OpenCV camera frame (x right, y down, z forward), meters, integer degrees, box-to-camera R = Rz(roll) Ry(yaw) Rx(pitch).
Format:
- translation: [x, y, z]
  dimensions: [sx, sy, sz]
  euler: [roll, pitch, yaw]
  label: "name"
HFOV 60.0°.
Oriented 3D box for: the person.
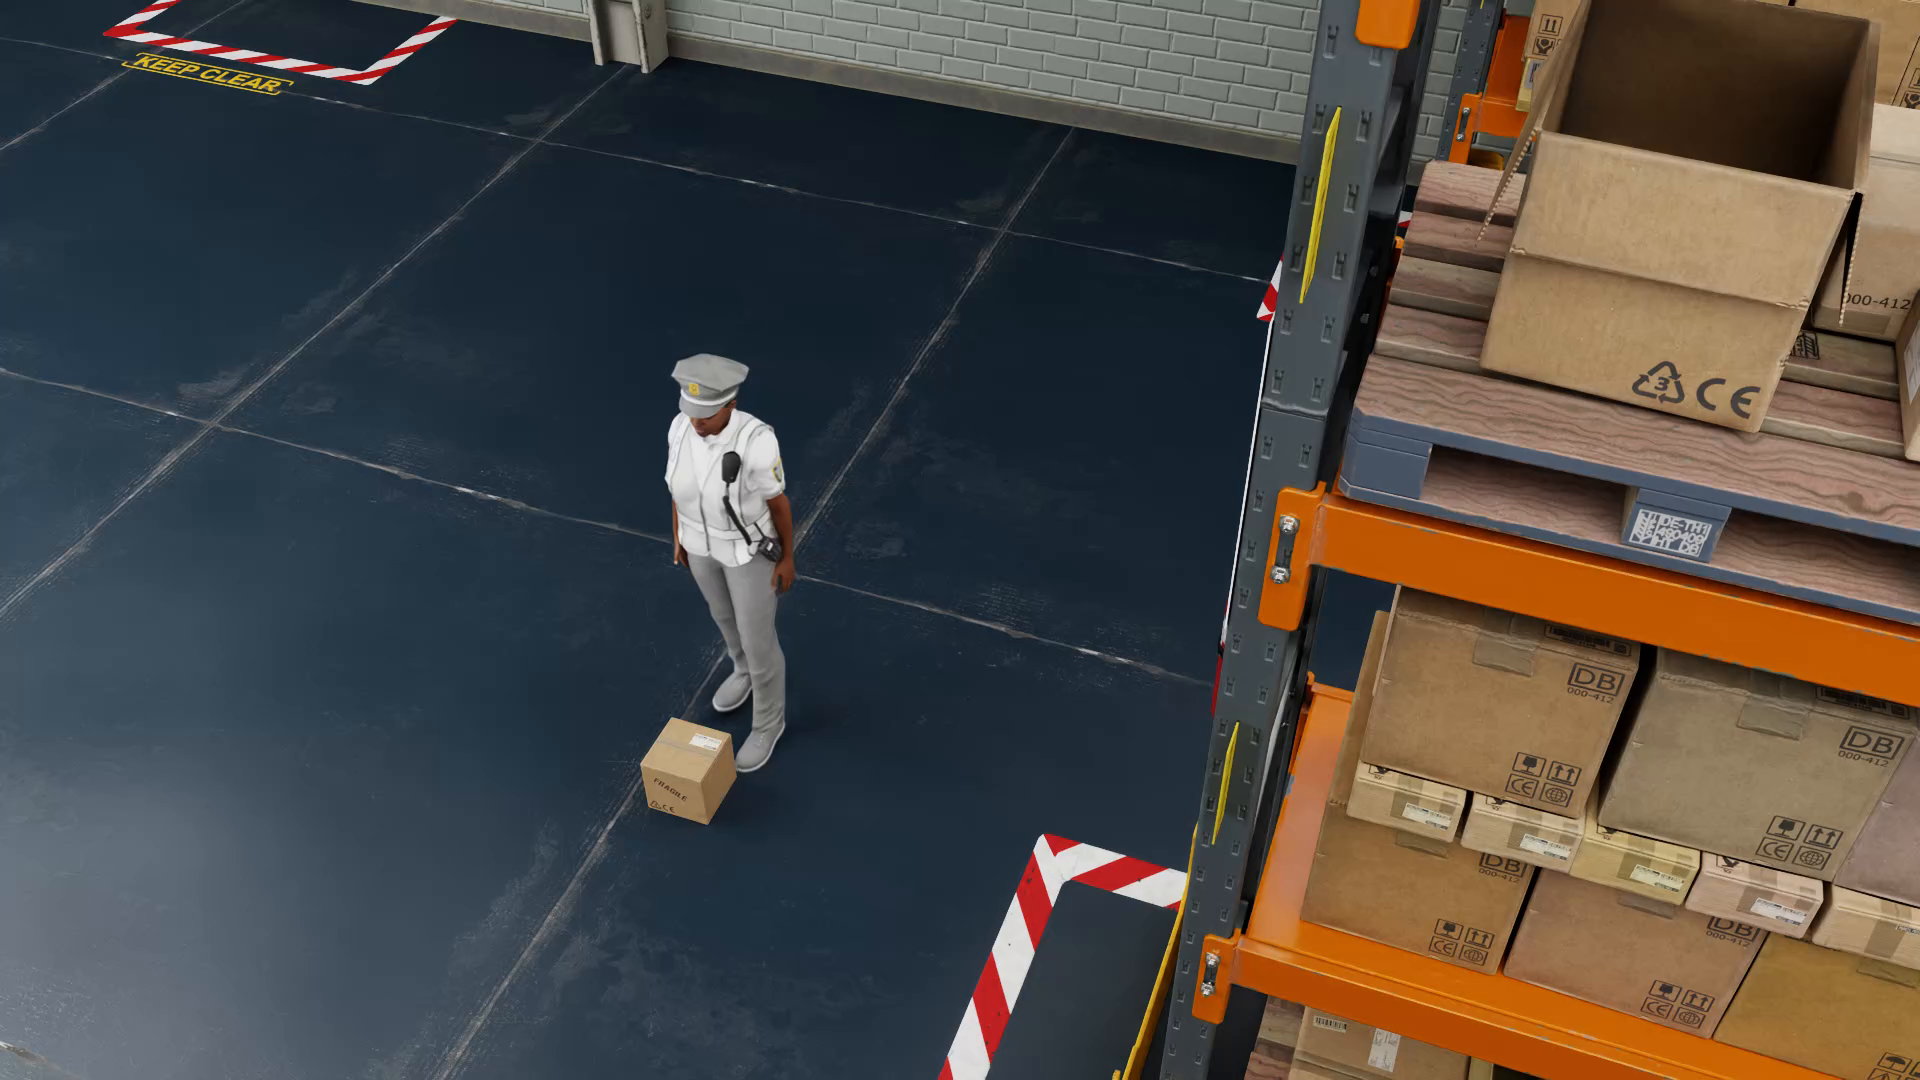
- translation: [-0.882, 0.072, 6.062]
  dimensions: [0.479, 1.673, 0.523]
  euler: [18, 45, 19]
  label: "person"
